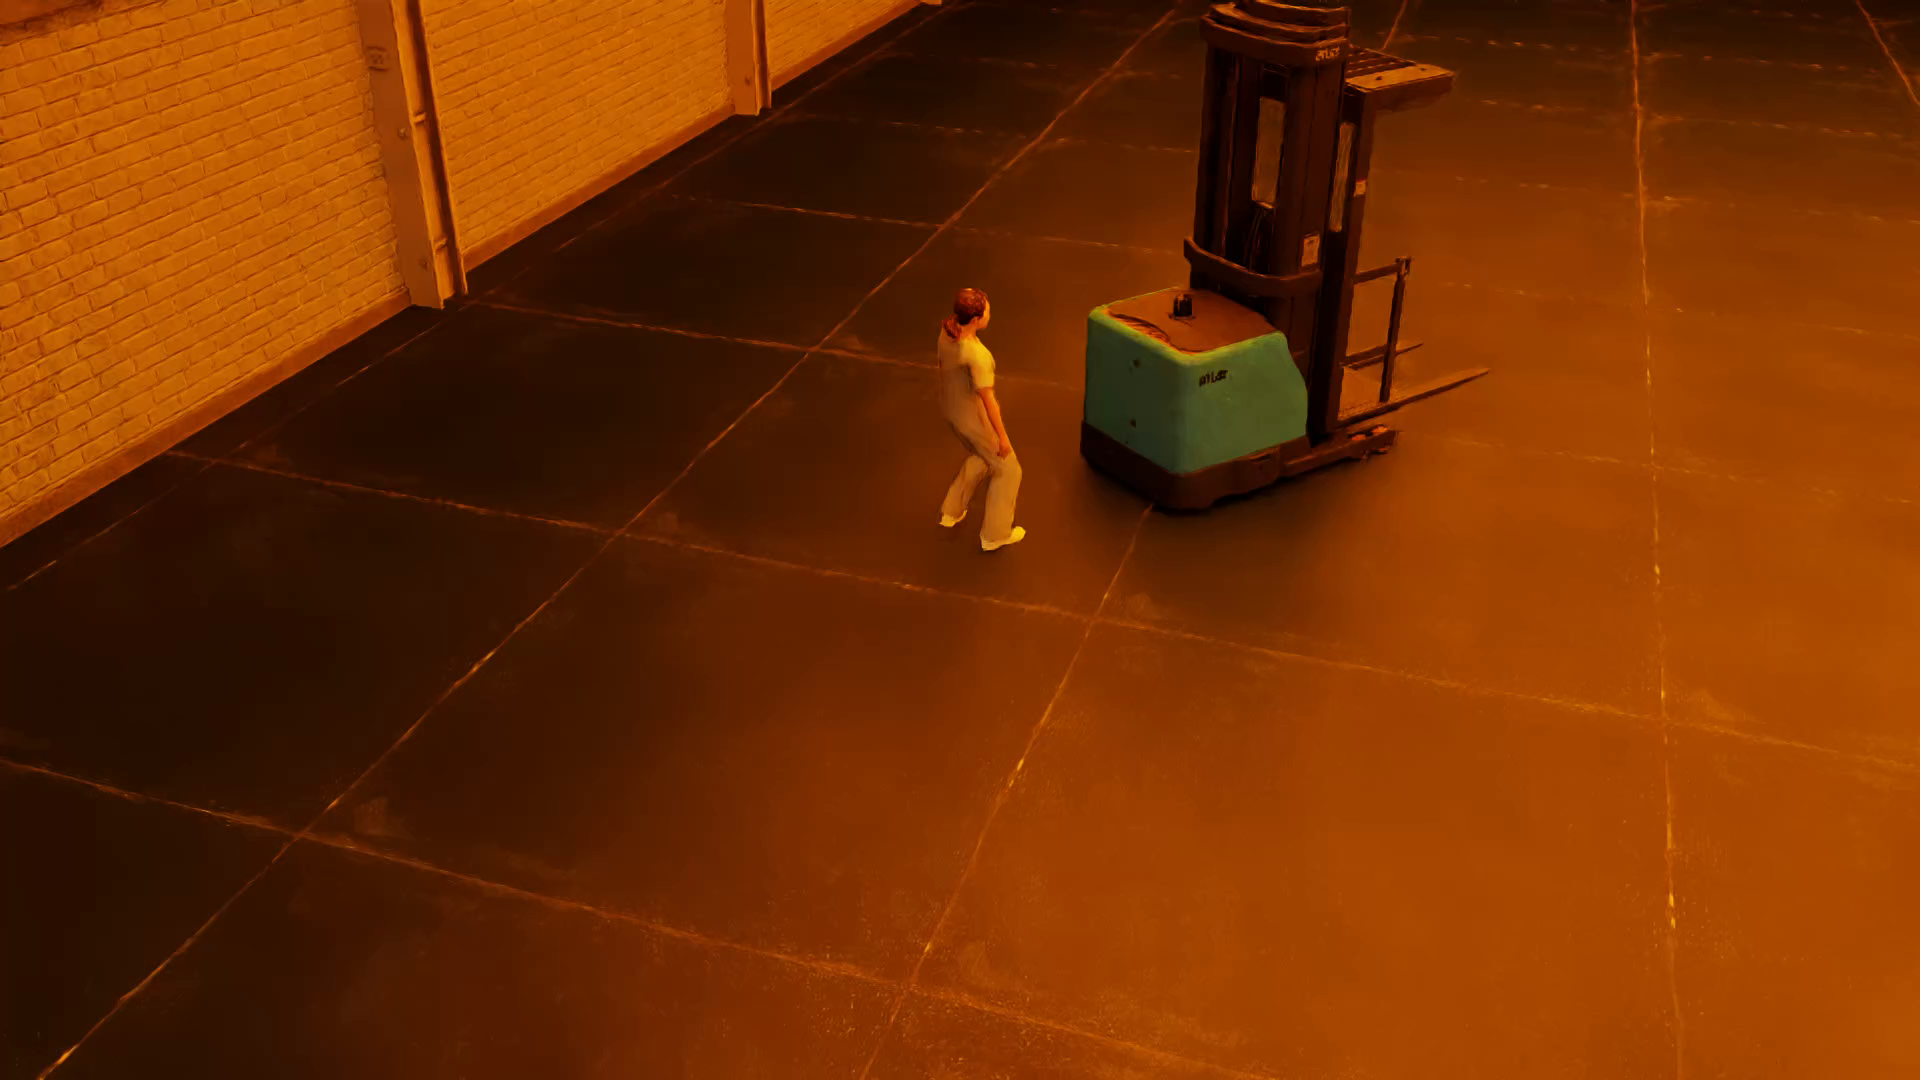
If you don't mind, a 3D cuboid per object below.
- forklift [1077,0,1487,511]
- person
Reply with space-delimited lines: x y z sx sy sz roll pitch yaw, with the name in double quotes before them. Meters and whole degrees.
"forklift" 2.284 -2.003 10.650 3.031 2.935 1.130 -18 34 -29
"person" 0.140 -0.718 9.759 0.497 1.582 0.710 -14 32 -22
